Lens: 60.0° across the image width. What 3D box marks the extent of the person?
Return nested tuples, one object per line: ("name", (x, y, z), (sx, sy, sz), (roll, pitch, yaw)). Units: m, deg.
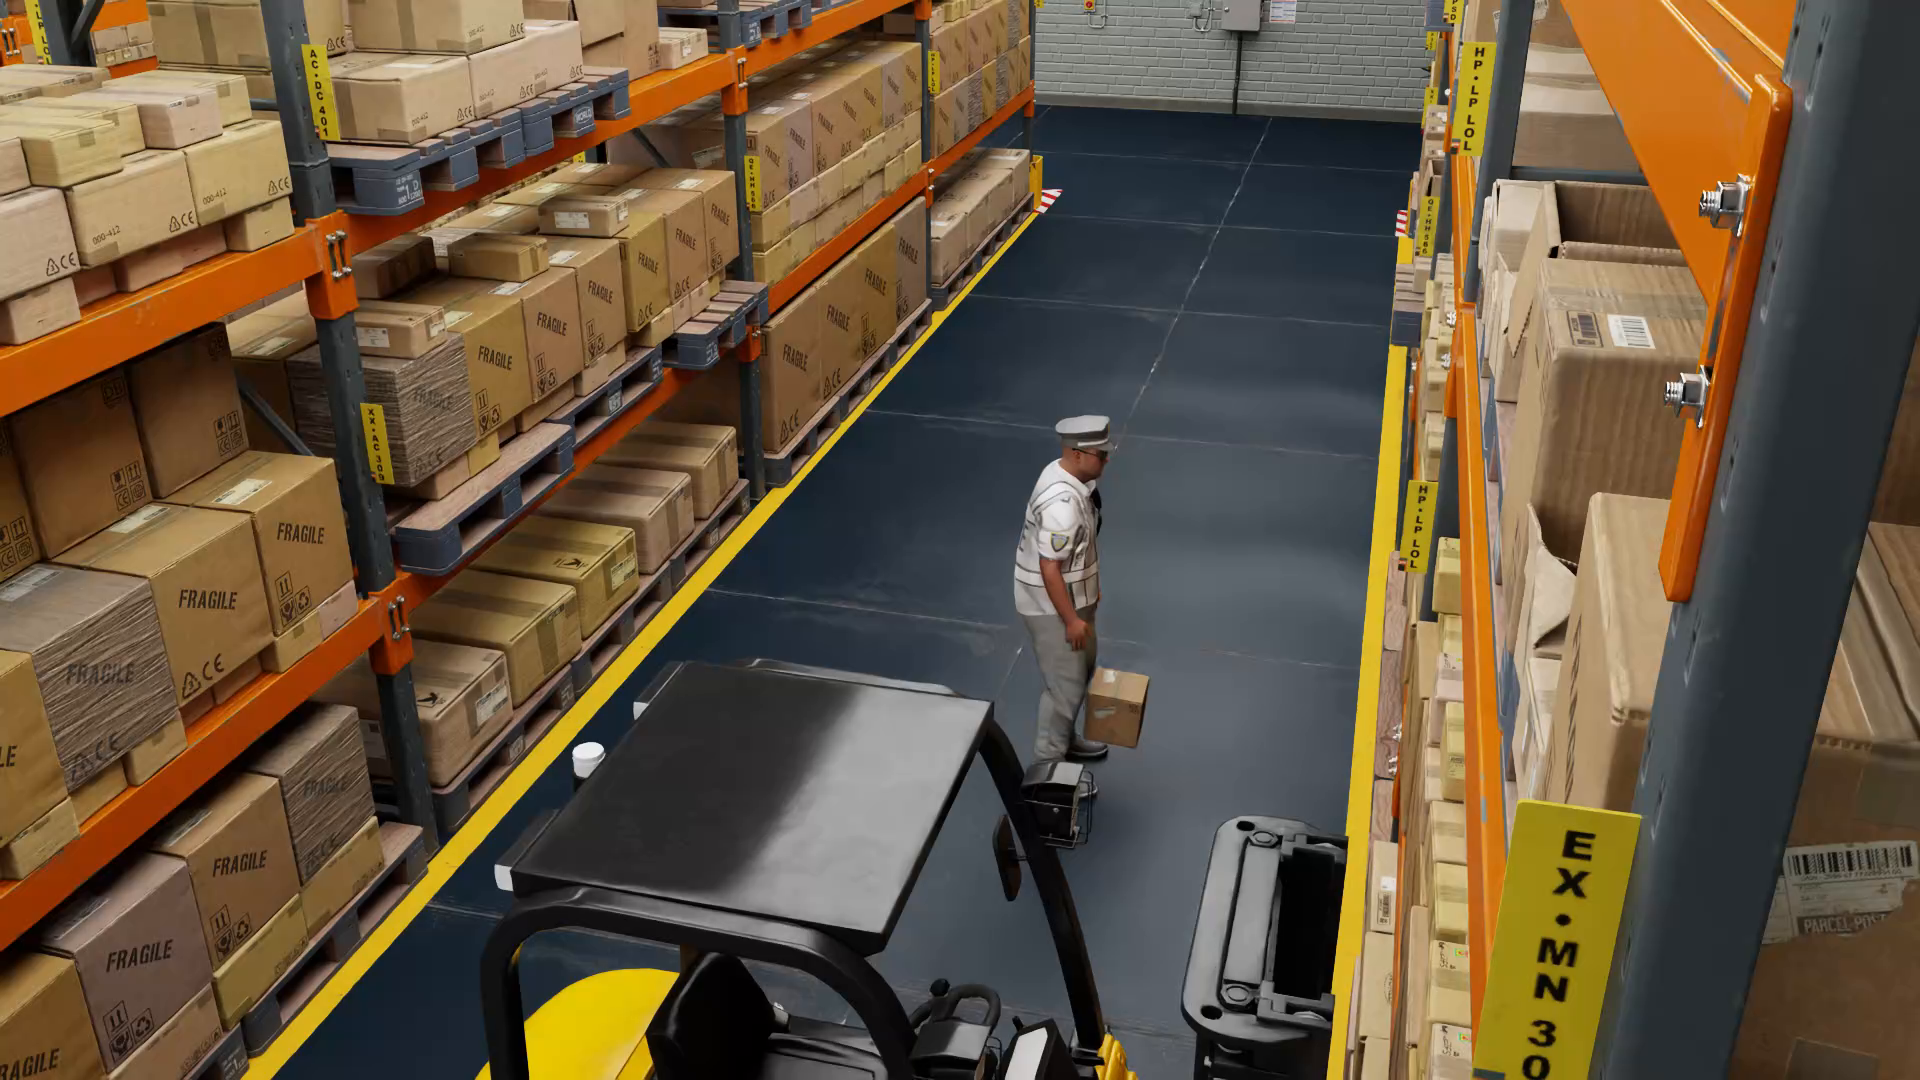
("person", (0.468, 0.269, 7.527), (0.436, 1.746, 0.589), (5, 26, 11))
